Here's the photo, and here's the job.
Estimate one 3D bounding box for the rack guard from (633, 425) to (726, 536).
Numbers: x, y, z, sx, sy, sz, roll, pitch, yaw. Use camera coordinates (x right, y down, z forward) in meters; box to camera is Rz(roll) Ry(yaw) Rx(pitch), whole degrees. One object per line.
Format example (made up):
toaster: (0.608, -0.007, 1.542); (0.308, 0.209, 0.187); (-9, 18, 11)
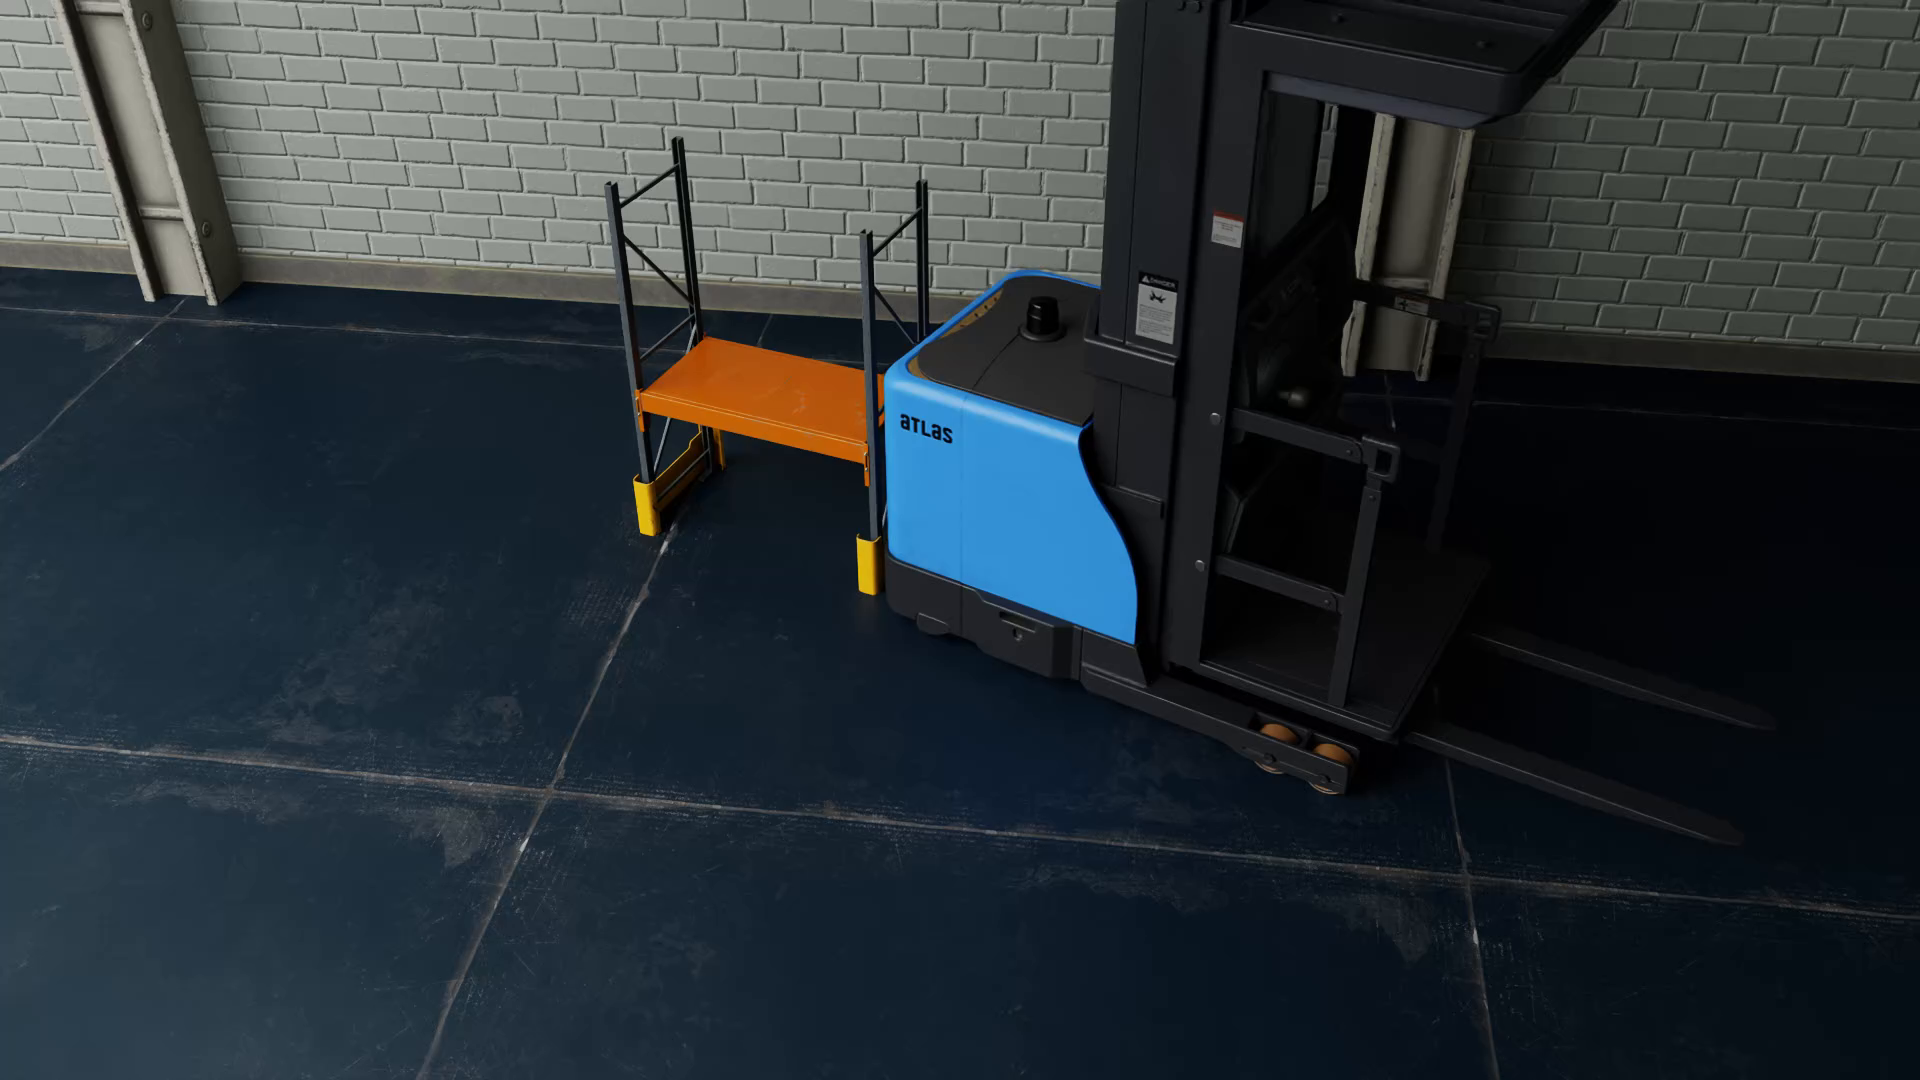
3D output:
rack guard: (-1.161, -0.280, 6.927); (0.087, 0.250, 0.587); (14, 38, 19)

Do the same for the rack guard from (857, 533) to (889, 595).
rack guard: (-0.246, -0.050, 6.606); (0.087, 0.250, 0.587); (14, 38, 19)

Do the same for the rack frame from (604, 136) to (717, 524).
rack frame: (-1.162, -0.789, 6.564); (0.032, 1.500, 0.500); (14, 38, 19)

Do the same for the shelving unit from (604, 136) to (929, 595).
shelving unit: (-0.704, -0.674, 6.403); (1.083, 1.500, 0.587); (14, 38, 19)

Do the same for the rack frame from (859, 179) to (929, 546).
rack frame: (-0.229, -0.555, 6.236); (0.032, 1.500, 0.500); (14, 38, 19)

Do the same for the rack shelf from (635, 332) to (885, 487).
rack shelf: (-0.695, -0.525, 6.505); (1.000, 0.185, 0.538); (14, 38, 19)

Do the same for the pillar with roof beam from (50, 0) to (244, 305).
pillar with roof beam: (-4.479, -2.473, 2.468); (0.400, 9.000, 9.100); (4, 36, 6)

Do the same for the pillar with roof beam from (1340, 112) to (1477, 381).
pillar with roof beam: (1.472, -2.029, 1.846); (0.400, 9.000, 9.100); (4, 36, 6)

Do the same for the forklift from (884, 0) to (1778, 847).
forklift: (1.249, -0.698, 5.206); (3.031, 2.935, 1.130); (19, 40, 25)
